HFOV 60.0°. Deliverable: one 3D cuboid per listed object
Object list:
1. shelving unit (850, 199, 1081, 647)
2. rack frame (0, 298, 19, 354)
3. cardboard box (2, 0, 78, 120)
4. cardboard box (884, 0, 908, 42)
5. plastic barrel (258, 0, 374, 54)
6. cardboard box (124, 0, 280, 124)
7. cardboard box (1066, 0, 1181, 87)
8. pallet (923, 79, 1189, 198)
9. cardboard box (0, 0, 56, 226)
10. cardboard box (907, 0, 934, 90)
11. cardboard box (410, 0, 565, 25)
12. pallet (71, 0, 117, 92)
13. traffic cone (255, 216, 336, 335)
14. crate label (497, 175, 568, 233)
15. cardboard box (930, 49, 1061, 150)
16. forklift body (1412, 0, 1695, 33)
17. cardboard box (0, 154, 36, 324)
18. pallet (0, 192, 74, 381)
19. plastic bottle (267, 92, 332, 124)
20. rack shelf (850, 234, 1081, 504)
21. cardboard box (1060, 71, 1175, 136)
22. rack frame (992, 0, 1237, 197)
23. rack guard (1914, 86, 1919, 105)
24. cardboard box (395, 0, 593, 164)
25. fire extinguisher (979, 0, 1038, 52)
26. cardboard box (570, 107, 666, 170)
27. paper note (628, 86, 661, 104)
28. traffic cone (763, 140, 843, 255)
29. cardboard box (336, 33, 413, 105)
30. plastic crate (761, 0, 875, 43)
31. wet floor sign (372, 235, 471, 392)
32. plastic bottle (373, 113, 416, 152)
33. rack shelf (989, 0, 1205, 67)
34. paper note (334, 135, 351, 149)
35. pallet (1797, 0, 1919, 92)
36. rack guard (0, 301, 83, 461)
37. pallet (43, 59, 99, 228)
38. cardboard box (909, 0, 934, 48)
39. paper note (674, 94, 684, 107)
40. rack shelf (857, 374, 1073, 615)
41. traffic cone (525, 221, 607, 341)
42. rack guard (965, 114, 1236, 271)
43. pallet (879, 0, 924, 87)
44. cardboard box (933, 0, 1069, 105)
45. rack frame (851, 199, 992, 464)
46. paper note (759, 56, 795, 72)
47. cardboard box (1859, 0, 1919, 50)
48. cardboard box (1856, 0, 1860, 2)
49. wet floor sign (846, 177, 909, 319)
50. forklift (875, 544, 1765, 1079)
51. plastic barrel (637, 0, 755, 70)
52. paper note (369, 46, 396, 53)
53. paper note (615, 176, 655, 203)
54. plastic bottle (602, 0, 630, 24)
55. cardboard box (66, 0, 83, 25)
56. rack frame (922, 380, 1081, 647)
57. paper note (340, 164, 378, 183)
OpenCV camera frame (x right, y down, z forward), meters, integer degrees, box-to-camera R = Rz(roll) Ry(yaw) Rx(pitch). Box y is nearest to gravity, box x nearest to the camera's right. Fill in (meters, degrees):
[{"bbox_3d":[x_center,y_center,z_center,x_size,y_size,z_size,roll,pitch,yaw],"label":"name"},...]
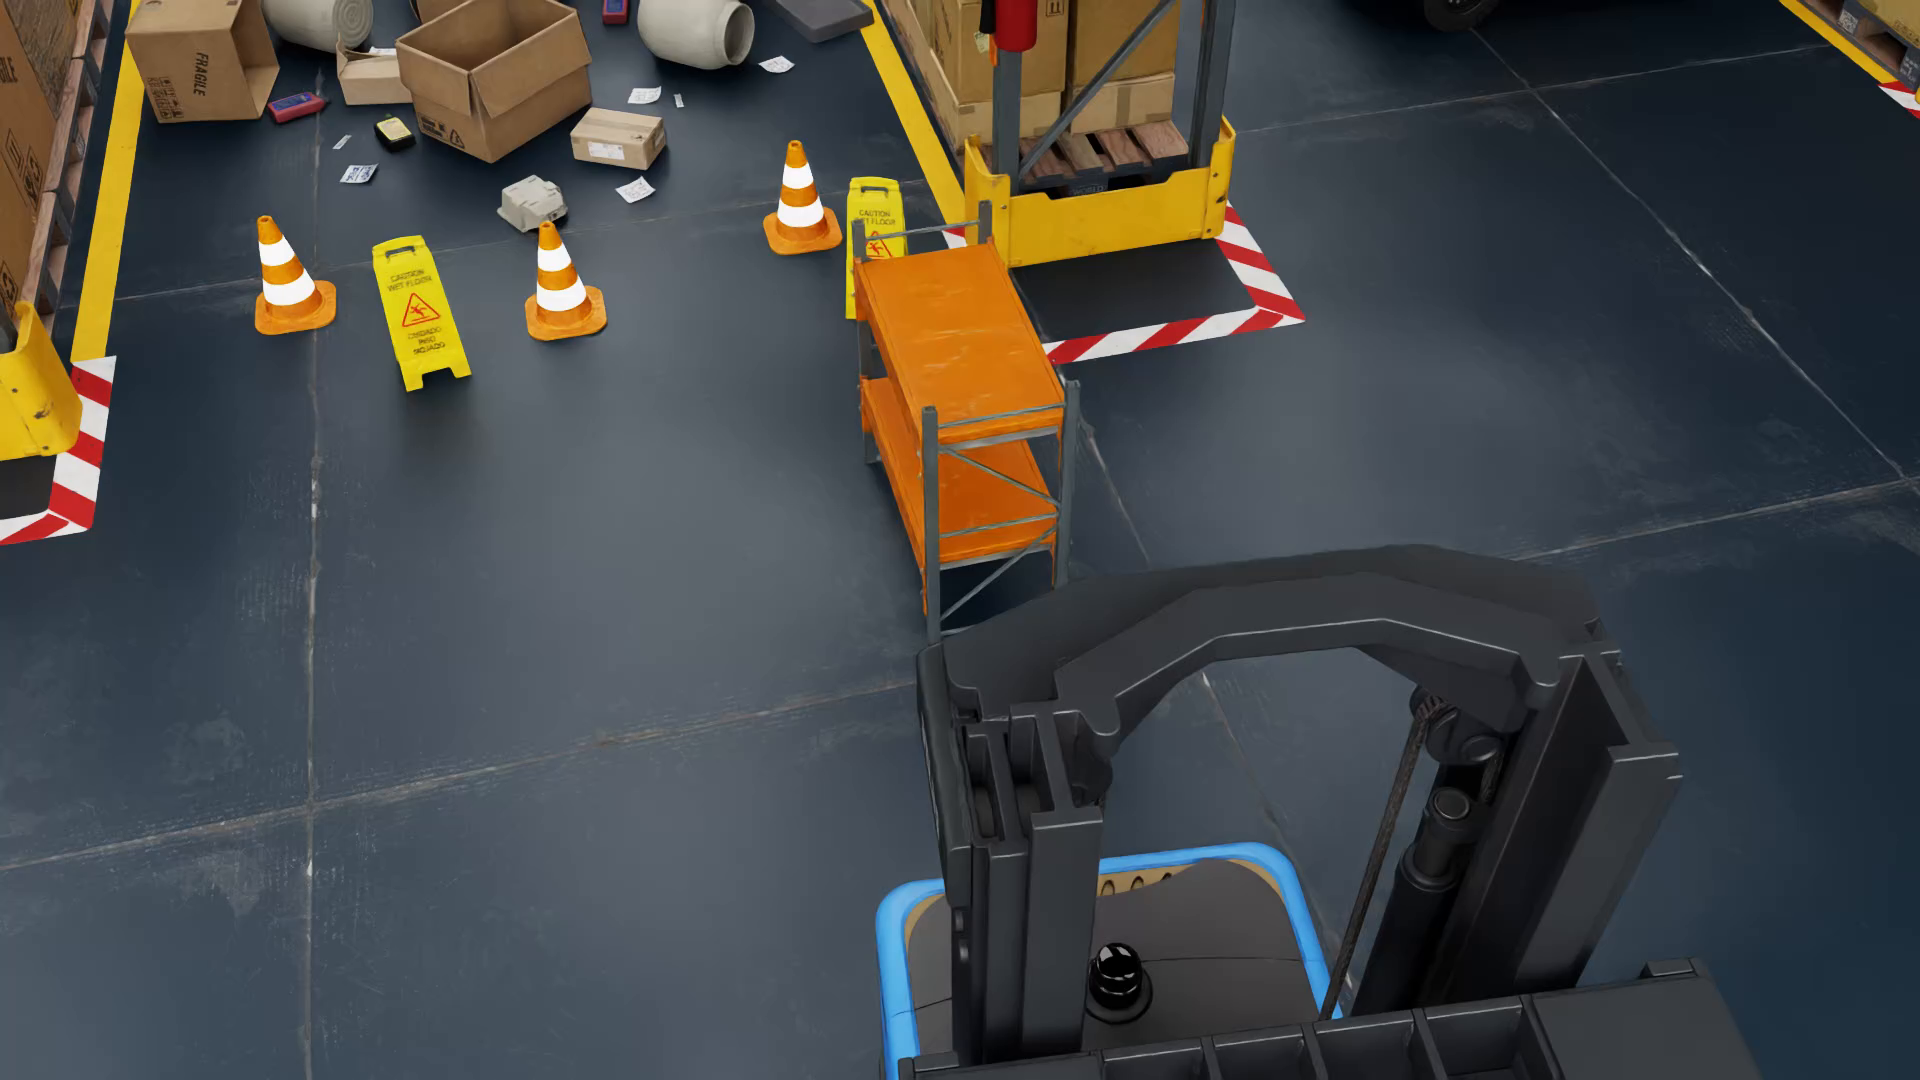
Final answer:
[{"bbox_3d":[-0.002,-0.398,5.853,0.538,1.125,1.048,-11,47,-10],"label":"shelving unit"},{"bbox_3d":[-4.124,-1.431,5.552,1.000,3.000,0.127,-11,47,-10],"label":"rack frame"},{"bbox_3d":[-4.820,-2.528,7.820,0.875,0.875,0.875,-10,46,-10],"label":"cardboard box"},{"bbox_3d":[-0.096,-2.819,8.544,0.500,0.250,0.500,-12,47,-12],"label":"cardboard box"},{"bbox_3d":[-3.375,-2.788,8.686,0.512,0.421,0.421,19,48,17],"label":"plastic barrel"},{"bbox_3d":[-3.759,-2.435,8.284,0.500,0.500,0.500,-3,46,-3],"label":"cardboard box"},{"bbox_3d":[0.689,-2.477,7.683,0.500,0.500,0.500,-12,47,-12],"label":"cardboard box"},{"bbox_3d":[0.442,-2.050,8.111,1.003,0.211,1.213,-11,47,-10],"label":"pallet"},{"bbox_3d":[-4.589,-1.898,7.203,0.875,0.875,0.875,-11,47,-11],"label":"cardboard box"},{"bbox_3d":[0.043,-2.459,8.190,0.500,0.250,0.500,-11,47,-10],"label":"cardboard box"},{"bbox_3d":[-2.509,-2.974,8.717,0.797,0.637,0.503,-11,47,-10],"label":"cardboard box"},{"bbox_3d":[-5.029,-2.678,8.726,1.003,0.211,1.213,-11,47,-10],"label":"pallet"},{"bbox_3d":[-2.887,-1.170,7.072,0.336,0.463,0.334,-11,47,-10],"label":"traffic cone"},{"bbox_3d":[-1.969,-1.559,7.682,0.250,0.136,0.298,-35,55,-30],"label":"crate label"},{"bbox_3d":[0.162,-2.116,7.855,0.500,0.250,0.500,-11,47,-11],"label":"cardboard box"},{"bbox_3d":[3.183,-3.995,8.659,2.313,2.155,1.214,-11,47,-10],"label":"forklift body"},{"bbox_3d":[-4.362,-1.291,6.608,0.875,0.875,0.875,-10,47,-10],"label":"cardboard box"},{"bbox_3d":[-4.405,-0.993,7.075,1.003,0.211,1.213,-11,47,-10],"label":"pallet"},{"bbox_3d":[-3.312,-2.182,8.345,0.283,0.061,0.133,-26,51,-24],"label":"plastic bottle"},{"bbox_3d":[-0.002,-0.603,5.644,0.538,0.278,1.000,-11,47,-10],"label":"rack shelf"},{"bbox_3d":[0.696,-2.198,7.935,0.500,0.250,0.500,-11,47,-11],"label":"cardboard box"},{"bbox_3d":[0.635,-2.406,6.508,1.000,3.000,0.127,-11,47,-10],"label":"rack frame"},{"bbox_3d":[5.438,-2.425,8.276,1.175,0.500,0.348,-11,47,-10],"label":"rack guard"},{"bbox_3d":[-2.262,-2.282,8.134,0.637,0.503,0.797,27,51,24],"label":"cardboard box"},{"bbox_3d":[0.219,-2.216,6.375,0.296,0.674,0.183,-11,47,-10],"label":"fire extinguisher"},{"bbox_3d":[-1.653,-1.943,8.050,0.380,0.149,0.250,11,47,11],"label":"cardboard box"},{"bbox_3d":[-1.604,-2.265,8.457,0.148,0.019,0.142,4,46,4],"label":"paper note"},{"bbox_3d":[-0.722,-1.579,7.474,0.336,0.463,0.334,-11,47,-10],"label":"traffic cone"},{"bbox_3d":[-2.928,-2.386,8.402,0.396,0.266,0.258,-3,46,-3],"label":"cardboard box"},{"bbox_3d":[-0.780,-2.912,9.048,0.402,0.080,0.583,-26,51,-24],"label":"plastic crate"},{"bbox_3d":[-2.203,-0.949,6.729,0.267,0.644,0.232,-18,48,-17],"label":"wet floor sign"},{"bbox_3d":[-2.794,-2.009,8.176,0.133,0.061,0.283,-26,51,-24],"label":"plastic bottle"},{"bbox_3d":[0.123,-3.535,8.118,1.077,0.370,4.000,-11,47,-10],"label":"rack shelf"},{"bbox_3d":[-3.030,-1.952,8.156,0.032,0.001,0.123,11,47,11],"label":"paper note"},{"bbox_3d":[5.196,-2.861,8.906,1.003,0.211,1.213,-11,47,-10],"label":"pallet"},{"bbox_3d":[-4.118,-0.540,6.429,1.175,0.500,0.348,-11,47,-10],"label":"rack guard"},{"bbox_3d":[-4.713,-1.834,7.899,1.003,0.211,1.213,-11,47,-10],"label":"pallet"},{"bbox_3d":[0.041,-2.718,7.920,0.500,0.500,0.500,-9,46,-9],"label":"cardboard box"},{"bbox_3d":[-1.424,-2.226,8.425,0.032,0.001,0.123,-11,47,-10],"label":"paper note"},{"bbox_3d":[-0.002,-0.227,6.027,0.538,0.278,1.000,-11,47,-10],"label":"rack shelf"},{"bbox_3d":[-1.708,-1.141,7.045,0.336,0.463,0.334,-11,47,-10],"label":"traffic cone"},{"bbox_3d":[0.615,-1.584,7.452,1.175,0.500,0.348,-11,47,-10],"label":"rack guard"},{"bbox_3d":[0.133,-2.891,8.935,1.003,0.211,1.213,-11,47,-10],"label":"pallet"},{"bbox_3d":[0.178,-2.359,7.567,0.500,0.500,0.500,-10,46,-10],"label":"cardboard box"},{"bbox_3d":[-0.132,-0.749,6.197,0.500,1.125,0.032,-11,47,-10],"label":"rack frame"},{"bbox_3d":[-0.951,-2.478,8.658,0.142,0.019,0.148,-26,51,-24],"label":"paper note"},{"bbox_3d":[5.007,-2.767,8.493,0.500,0.250,0.500,-10,46,-10],"label":"cardboard box"},{"bbox_3d":[4.888,-3.113,8.831,0.500,0.250,0.500,-11,47,-10],"label":"cardboard box"},{"bbox_3d":[-0.351,-1.255,7.028,0.267,0.644,0.232,4,46,4],"label":"wet floor sign"},{"bbox_3d":[0.498,1.543,2.686,1.130,2.935,3.031,-6,46,-6],"label":"forklift"},{"bbox_3d":[-1.357,-2.654,8.554,0.512,0.421,0.421,19,48,17],"label":"plastic barrel"},{"bbox_3d":[-3.032,-2.548,8.731,0.172,0.023,0.155,4,46,4],"label":"paper note"},{"bbox_3d":[-1.531,-1.656,7.851,0.148,0.019,0.142,-26,51,-24],"label":"paper note"},{"bbox_3d":[-1.872,-2.905,9.054,0.133,0.061,0.283,-3,46,-3],"label":"plastic bottle"},{"bbox_3d":[-5.055,-3.149,8.430,0.875,0.875,0.875,-10,46,-10],"label":"cardboard box"},{"bbox_3d":[0.128,-0.047,5.509,0.500,1.125,0.032,-11,47,-10],"label":"rack frame"},{"bbox_3d":[-2.874,-1.756,7.950,0.144,0.017,0.142,4,46,4],"label":"paper note"}]
